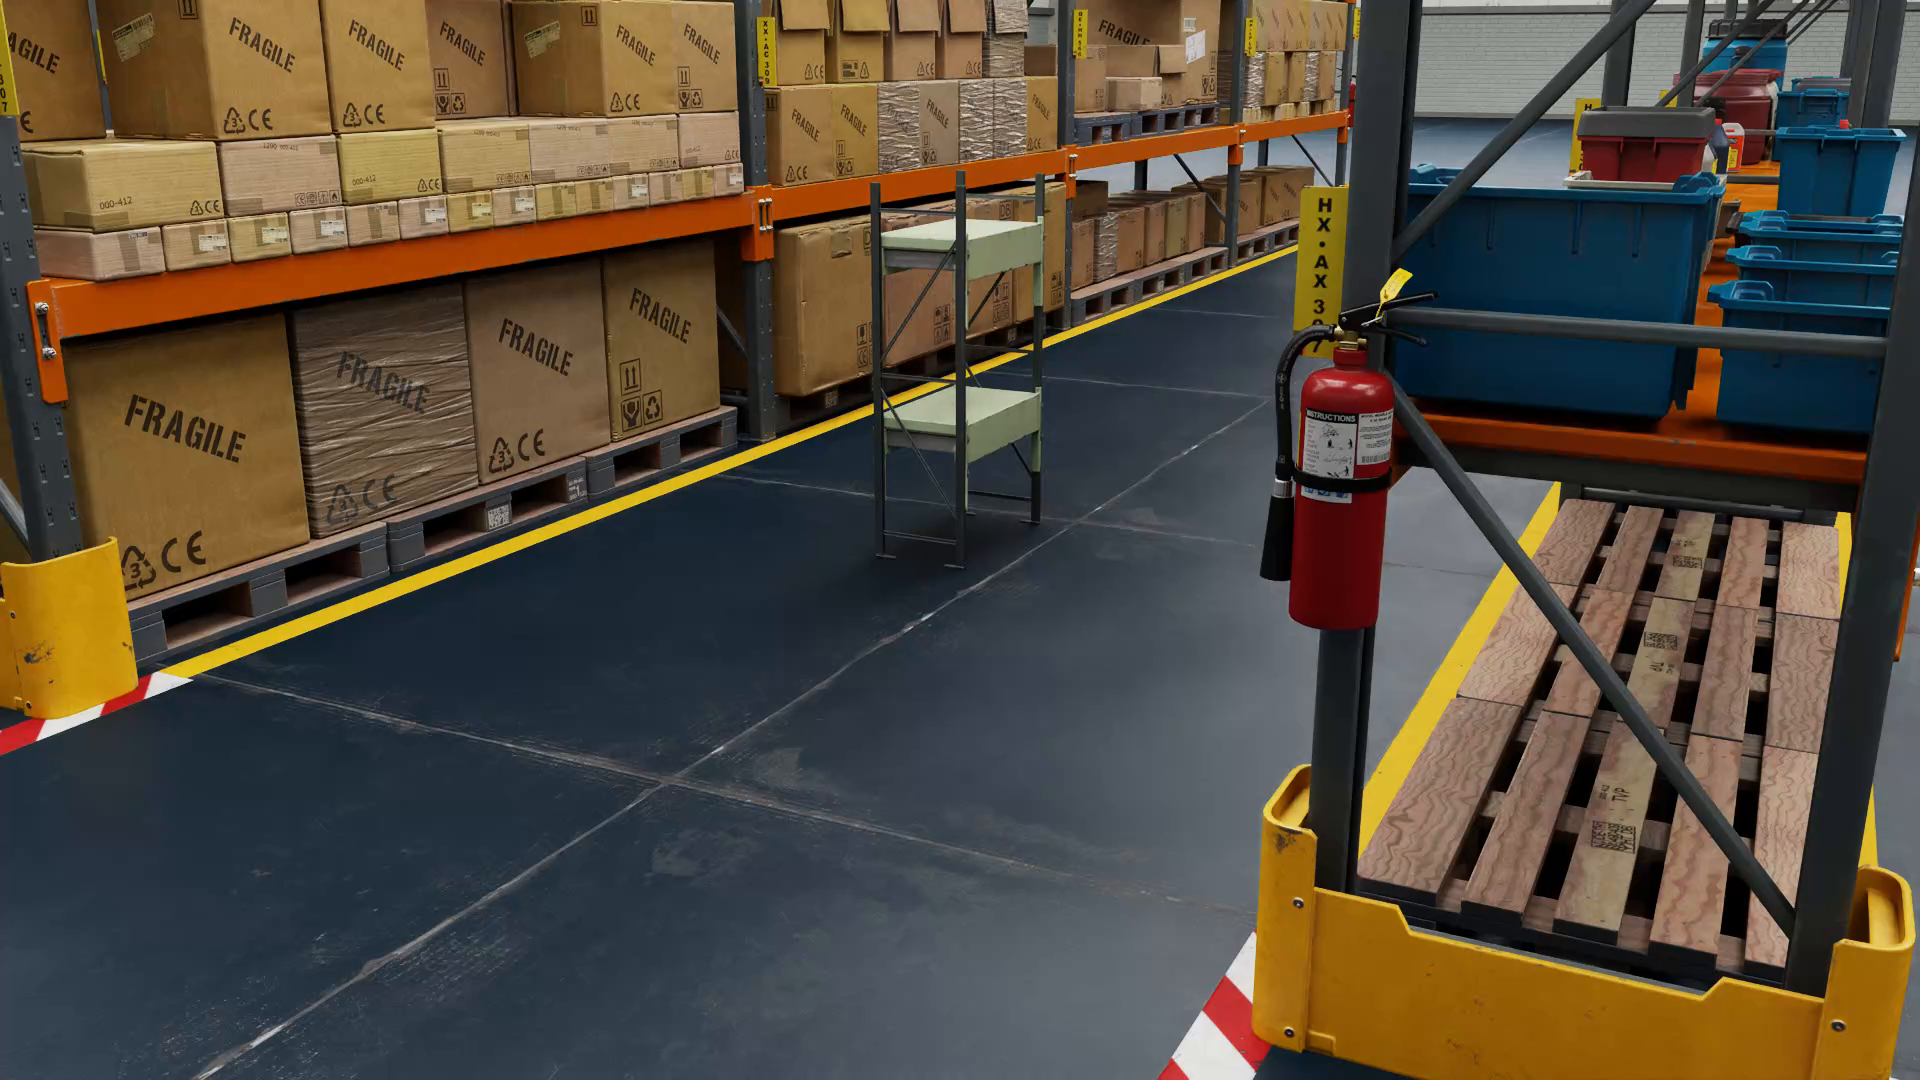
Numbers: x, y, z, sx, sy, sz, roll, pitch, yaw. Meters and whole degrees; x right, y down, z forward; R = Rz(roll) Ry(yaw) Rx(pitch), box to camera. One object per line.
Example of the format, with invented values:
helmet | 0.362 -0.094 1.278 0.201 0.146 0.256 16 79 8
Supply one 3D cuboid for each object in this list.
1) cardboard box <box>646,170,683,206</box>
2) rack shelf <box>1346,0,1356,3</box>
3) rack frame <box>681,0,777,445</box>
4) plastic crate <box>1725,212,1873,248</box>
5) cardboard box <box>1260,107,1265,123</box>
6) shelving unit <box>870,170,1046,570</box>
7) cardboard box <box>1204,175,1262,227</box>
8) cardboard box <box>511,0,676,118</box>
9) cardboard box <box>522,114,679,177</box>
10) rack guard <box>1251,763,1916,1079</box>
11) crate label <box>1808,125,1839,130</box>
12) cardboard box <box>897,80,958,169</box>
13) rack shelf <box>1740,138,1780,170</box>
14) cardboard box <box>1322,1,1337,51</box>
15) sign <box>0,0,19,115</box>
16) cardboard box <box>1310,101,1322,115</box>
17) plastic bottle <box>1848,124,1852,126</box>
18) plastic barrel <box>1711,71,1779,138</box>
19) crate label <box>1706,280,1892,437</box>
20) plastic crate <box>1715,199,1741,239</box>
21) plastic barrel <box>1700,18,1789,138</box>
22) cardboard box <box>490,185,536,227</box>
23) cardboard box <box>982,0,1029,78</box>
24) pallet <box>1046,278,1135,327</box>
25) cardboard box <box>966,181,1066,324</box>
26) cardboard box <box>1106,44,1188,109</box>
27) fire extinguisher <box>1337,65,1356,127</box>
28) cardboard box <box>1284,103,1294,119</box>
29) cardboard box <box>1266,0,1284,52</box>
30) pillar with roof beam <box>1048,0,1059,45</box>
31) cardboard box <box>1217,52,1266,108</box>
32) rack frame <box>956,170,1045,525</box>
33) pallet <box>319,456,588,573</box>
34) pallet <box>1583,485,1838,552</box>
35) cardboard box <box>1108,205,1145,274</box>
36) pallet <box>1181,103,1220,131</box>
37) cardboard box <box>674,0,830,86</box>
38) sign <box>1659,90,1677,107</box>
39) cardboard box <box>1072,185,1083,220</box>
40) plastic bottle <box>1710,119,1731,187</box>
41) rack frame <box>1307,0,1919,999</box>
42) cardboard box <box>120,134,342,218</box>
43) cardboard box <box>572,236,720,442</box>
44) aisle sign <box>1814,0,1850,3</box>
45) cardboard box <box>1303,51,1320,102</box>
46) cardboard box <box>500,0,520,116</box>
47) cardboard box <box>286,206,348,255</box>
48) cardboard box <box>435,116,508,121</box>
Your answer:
cardboard box | -1.521 -1.647 7.741 0.380 0.149 0.250 8 18 24
rack shelf | 3.020 -5.658 16.799 1.077 0.370 4.000 8 18 25
rack frame | -1.448 -2.017 8.548 1.000 3.000 0.127 8 18 25
plastic crate | 2.723 -0.965 5.382 0.437 0.125 0.590 8 18 25
cardboard box | 2.702 -4.080 15.935 0.380 0.149 0.250 8 18 25
shelving unit | 0.003 -0.721 6.817 0.431 1.500 0.755 8 18 25
cardboard box | 2.797 -3.470 17.091 0.500 0.500 0.500 6 18 20
cardboard box | -1.642 -2.169 7.484 0.500 0.500 0.500 8 18 26
cardboard box | -1.640 -1.810 7.591 0.500 0.250 0.500 9 19 27
rack guard | 1.196 0.838 3.326 1.175 0.500 0.348 8 18 25
crate label | 5.294 -2.385 10.081 0.303 0.233 0.416 8 18 25
cardboard box | -0.345 -2.538 10.127 0.500 0.500 0.500 8 19 26
rack shelf | 5.664 -2.571 11.674 1.077 0.370 4.000 8 18 25
cardboard box | 3.671 -5.444 17.631 0.500 0.500 0.500 8 18 25
sign | -2.742 -1.379 4.740 0.100 0.325 0.005 8 18 25
cardboard box | 3.668 -4.659 17.884 0.380 0.149 0.250 8 18 25
plastic bottle | 4.971 -2.193 9.344 0.061 0.283 0.133 8 18 25
plastic barrel | 5.413 -2.977 11.541 0.433 0.535 0.433 0 17 0
crate label | 1.600 -0.338 3.082 0.416 0.233 0.303 8 18 25
plastic crate | 2.647 -1.189 6.118 0.396 0.136 0.243 8 18 25
plastic barrel | 6.114 -3.605 13.014 0.600 0.901 0.708 8 18 25
cardboard box | -1.980 -1.385 6.862 0.380 0.149 0.250 8 19 26
cardboard box | -0.002 -3.381 11.201 0.797 0.503 0.637 9 19 27
pallet | 0.690 -1.898 13.045 1.003 0.211 1.213 8 18 25
cardboard box | 0.012 -2.046 11.638 1.225 0.875 0.875 7 18 23
cardboard box | 1.435 -3.853 13.808 0.797 0.503 0.637 10 19 31
fire extinguisher | 4.377 -5.007 18.751 0.296 0.674 0.183 8 18 25
cardboard box | 3.150 -4.335 16.792 0.380 0.149 0.250 8 18 25
cardboard box | 2.777 -4.935 15.916 0.500 0.500 0.500 8 18 25
pillar with roof beam | 6.745 -16.872 48.025 9.100 9.000 0.400 8 18 25
cardboard box | 2.383 -4.352 15.712 0.875 0.500 0.500 8 18 25
rack frame | 0.167 -0.814 7.130 0.400 1.500 0.023 8 18 25
pallet | -2.402 -0.185 7.276 1.003 0.211 1.213 8 18 25
pallet | 3.365 -0.242 7.467 1.003 0.211 1.213 8 18 25
cardboard box | 1.104 -2.510 13.825 0.700 0.500 0.500 10 19 30
pallet | 1.655 -3.787 14.843 1.003 0.211 1.213 8 18 25
cardboard box | -1.170 -2.710 8.942 0.797 0.503 0.637 8 18 24
sign | 4.275 -2.552 10.063 0.100 0.325 0.005 8 18 25
cardboard box | 0.612 -2.583 12.752 0.500 0.250 0.500 9 19 28
plastic bottle | 3.789 -1.935 8.357 0.144 0.351 0.185 8 18 25
rack frame | 1.196 -0.368 2.996 1.000 3.000 0.127 8 18 25
cardboard box | -2.553 -1.290 5.841 0.500 0.250 0.500 8 18 25
cardboard box | -1.815 -1.042 8.259 0.875 0.875 0.875 8 18 25
aisle sign | 8.643 -5.671 16.282 0.394 0.787 0.004 8 18 25
cardboard box | 3.266 -4.863 17.432 0.875 0.500 0.500 8 18 25
cardboard box | -2.118 -2.234 7.700 0.500 0.500 0.500 8 18 25
cardboard box | -2.439 -1.124 5.981 0.380 0.149 0.250 8 18 25
cardboard box | -2.345 -1.743 7.365 0.500 0.250 0.500 9 19 27
